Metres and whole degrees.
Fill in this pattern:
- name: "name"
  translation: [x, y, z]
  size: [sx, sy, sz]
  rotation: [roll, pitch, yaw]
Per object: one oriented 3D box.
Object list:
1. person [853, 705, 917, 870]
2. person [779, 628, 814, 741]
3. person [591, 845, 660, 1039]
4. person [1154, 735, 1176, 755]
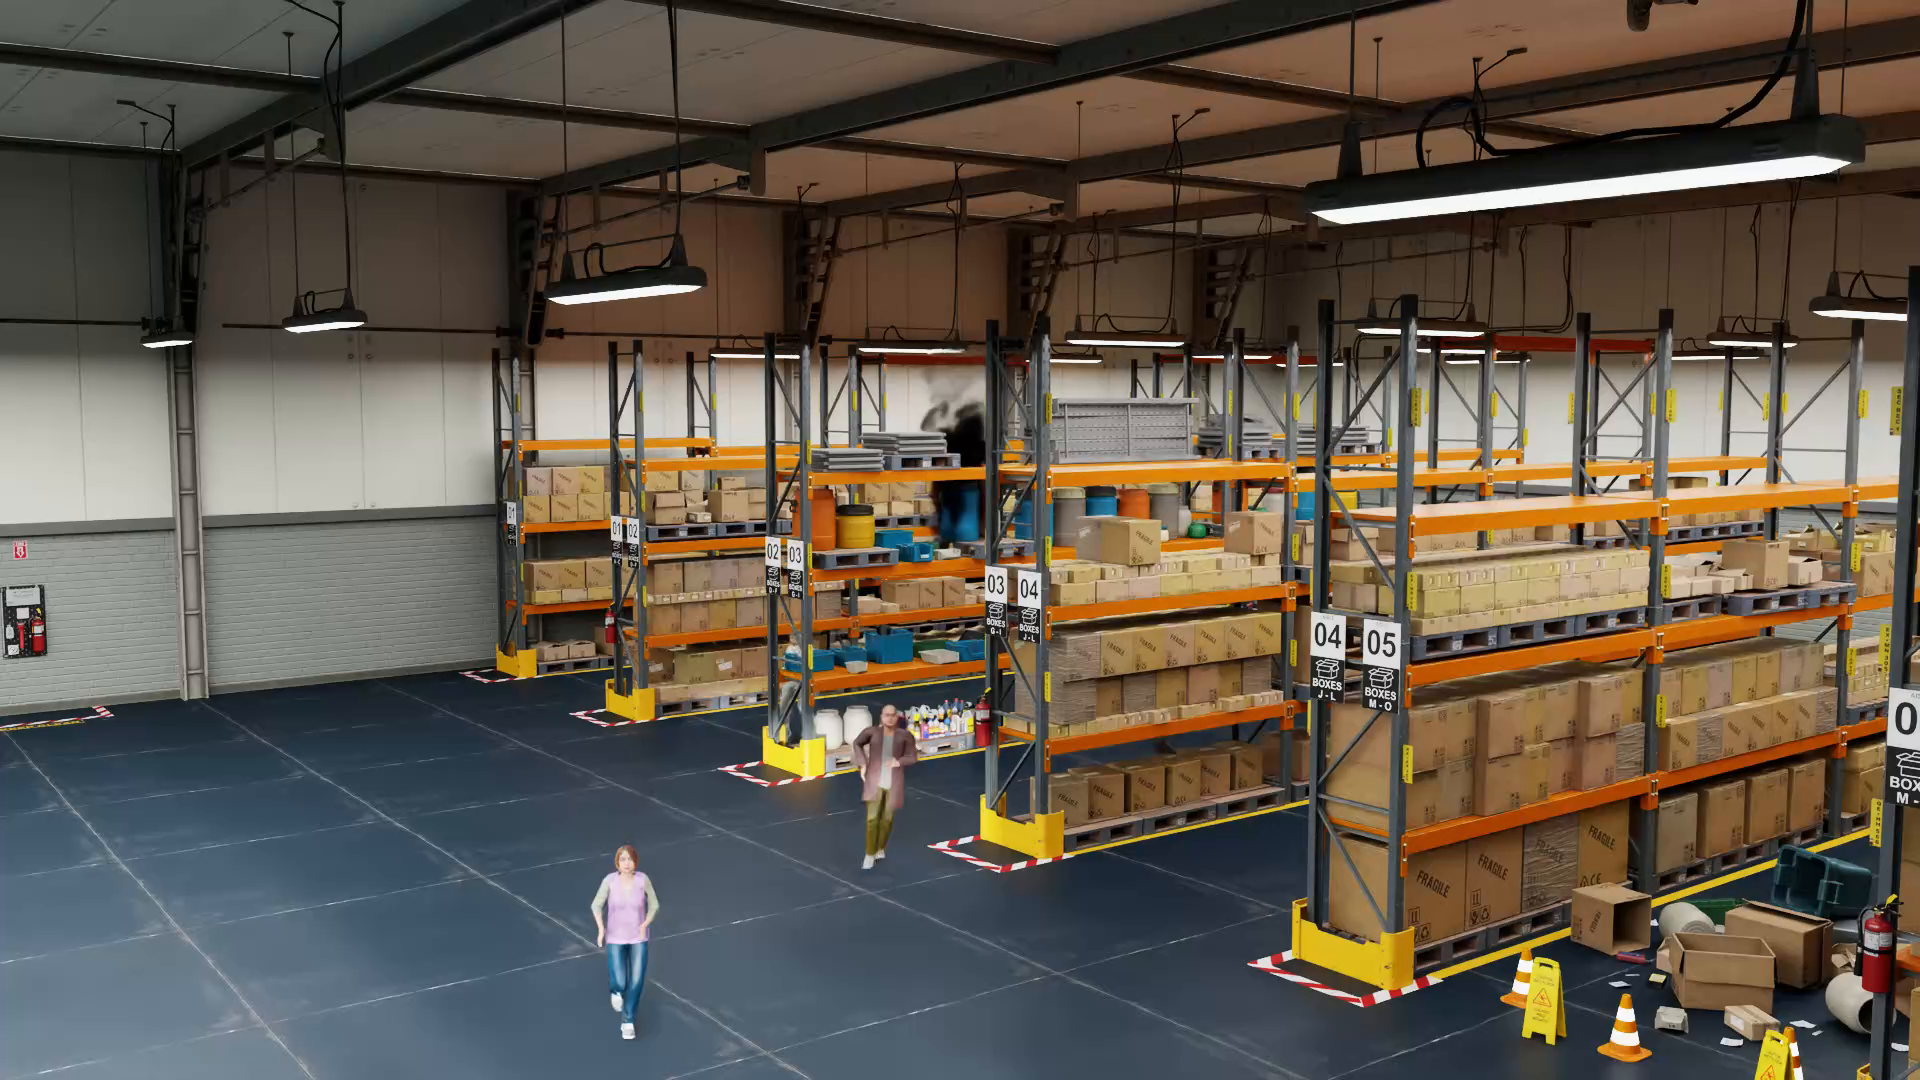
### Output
- name: "person"
  translation: [-0.816, 2.718, 18.227]
  size: [0.690, 1.835, 0.692]
  rotation: [-1, 5, -7]
- name: "person"
  translation: [-2.434, 2.163, 24.698]
  size: [0.592, 1.753, 0.738]
  rotation: [4, 7, 40]
- name: "person"
  translation: [-2.690, 3.223, 13.391]
  size: [0.523, 1.555, 0.545]
  rotation: [-1, 5, -15]
- name: "person"
  translation: [2.714, 2.388, 22.375]
  size: [0.573, 1.617, 0.576]
  rotation: [-4, 6, -38]
